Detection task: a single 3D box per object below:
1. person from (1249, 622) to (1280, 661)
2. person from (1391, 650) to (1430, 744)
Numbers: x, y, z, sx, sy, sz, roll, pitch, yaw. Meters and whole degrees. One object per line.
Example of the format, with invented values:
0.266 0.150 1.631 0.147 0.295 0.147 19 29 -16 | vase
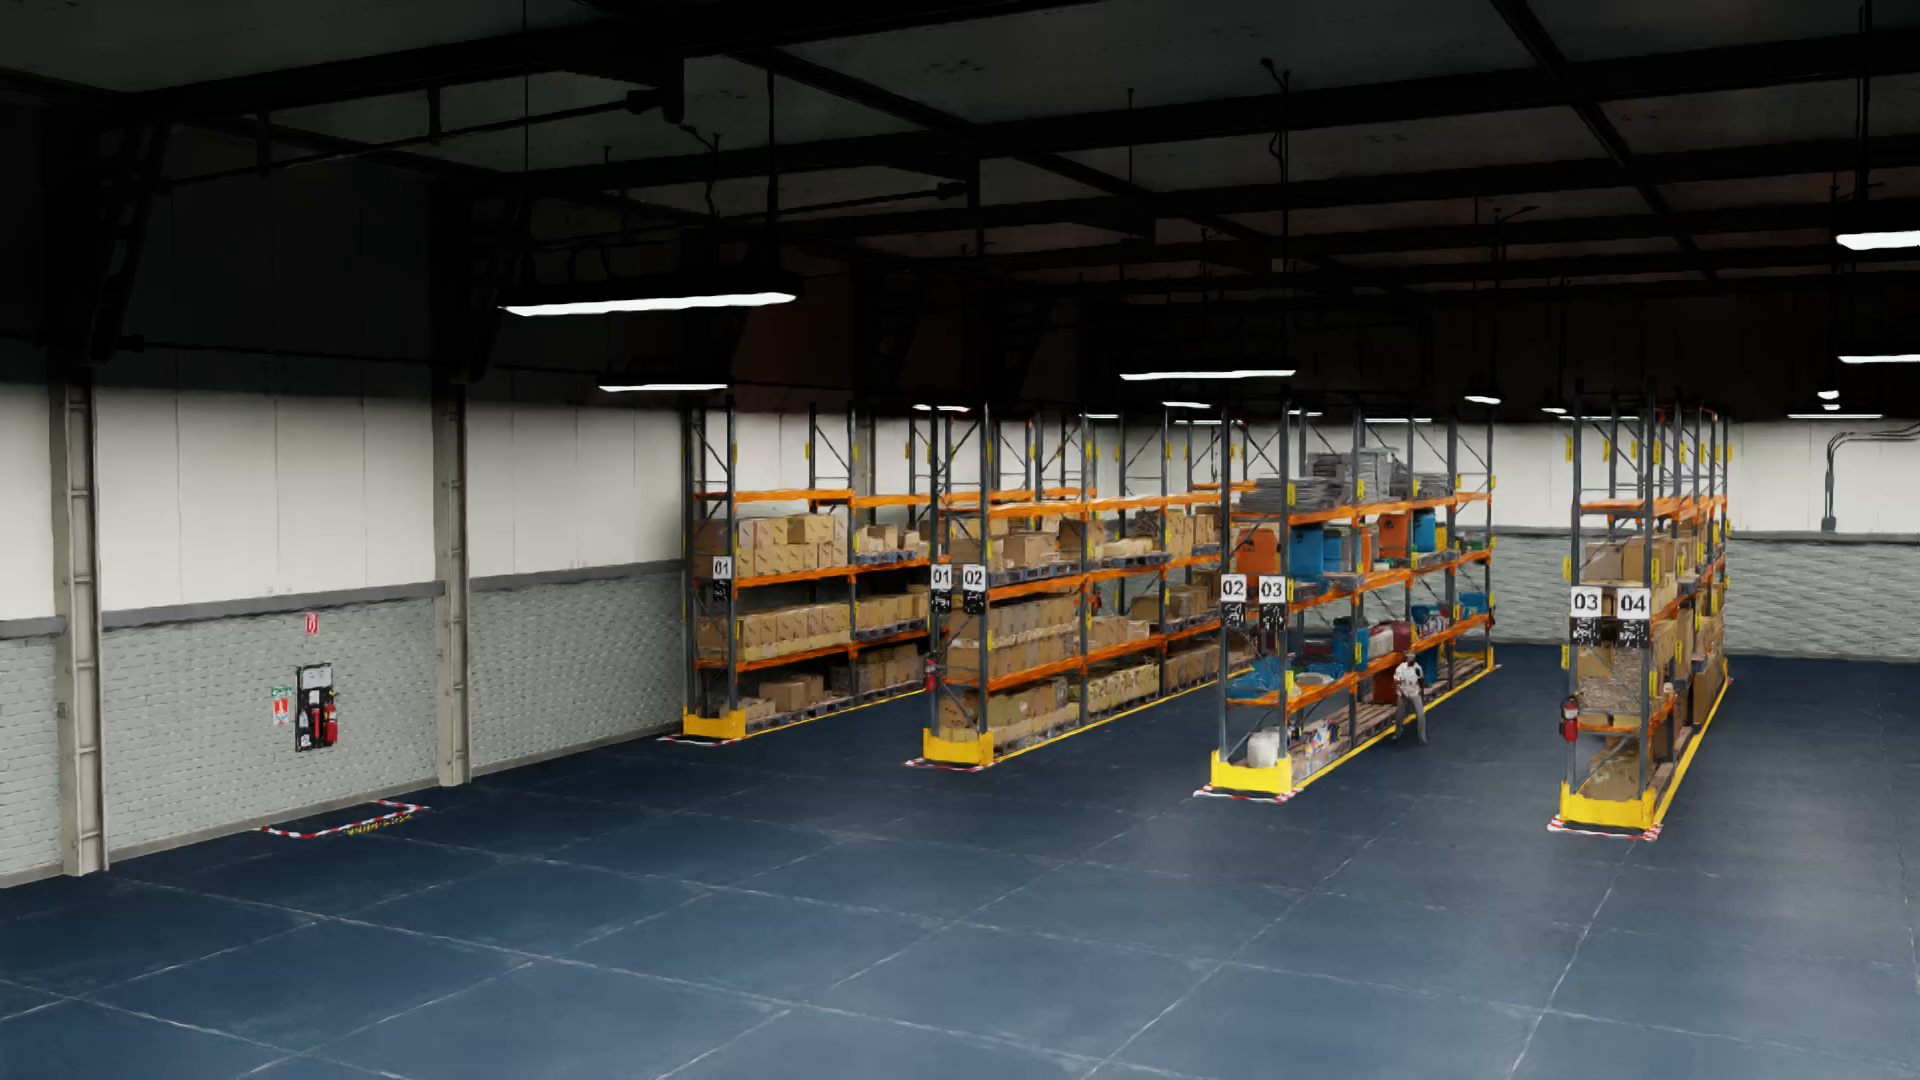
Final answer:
6.402 2.326 34.779 0.718 1.702 0.845 2 4 33 | person
7.780 2.676 28.723 0.617 1.609 0.812 0 3 9 | person
